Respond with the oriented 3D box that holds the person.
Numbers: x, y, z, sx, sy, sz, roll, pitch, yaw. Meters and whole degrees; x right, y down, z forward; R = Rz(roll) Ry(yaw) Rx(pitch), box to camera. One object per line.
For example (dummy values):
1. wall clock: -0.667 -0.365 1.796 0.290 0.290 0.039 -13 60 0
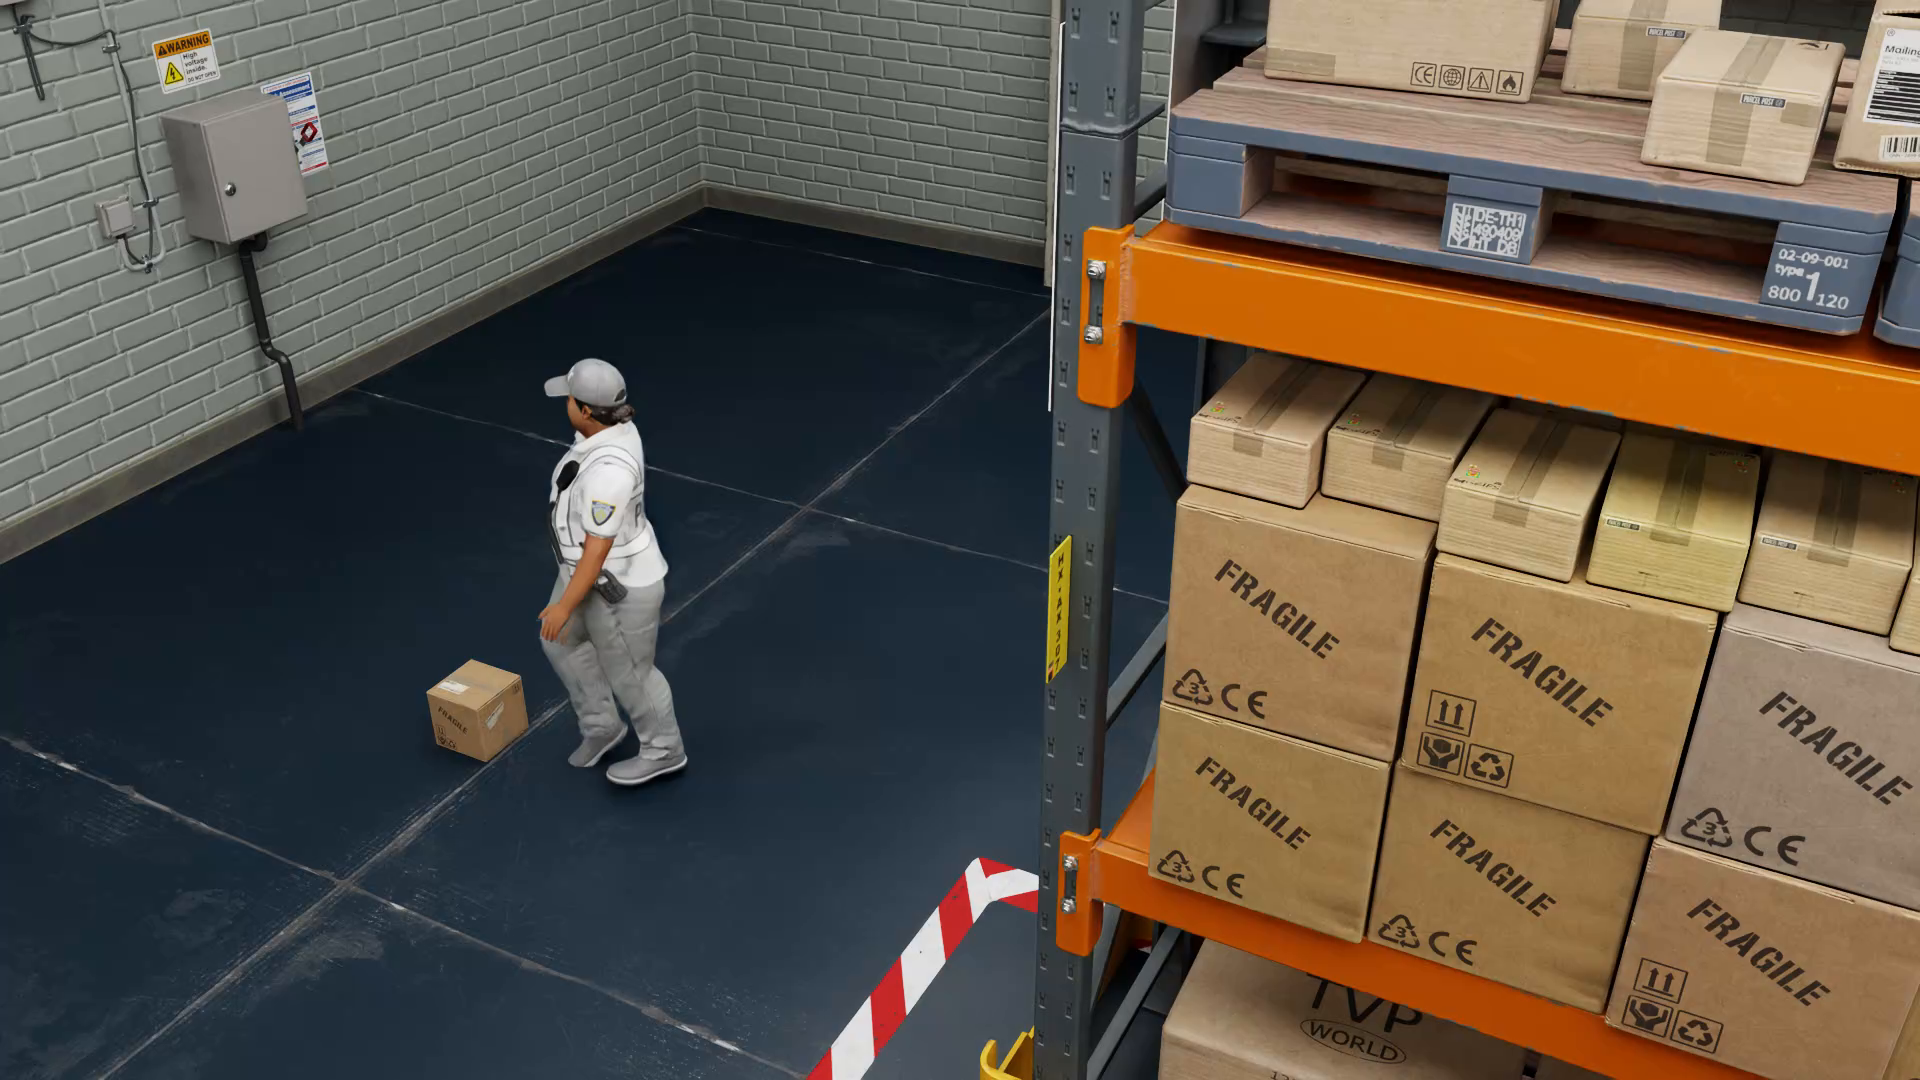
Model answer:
1. person: -1.265 0.174 5.866 0.465 1.730 0.493 -9 31 -15
